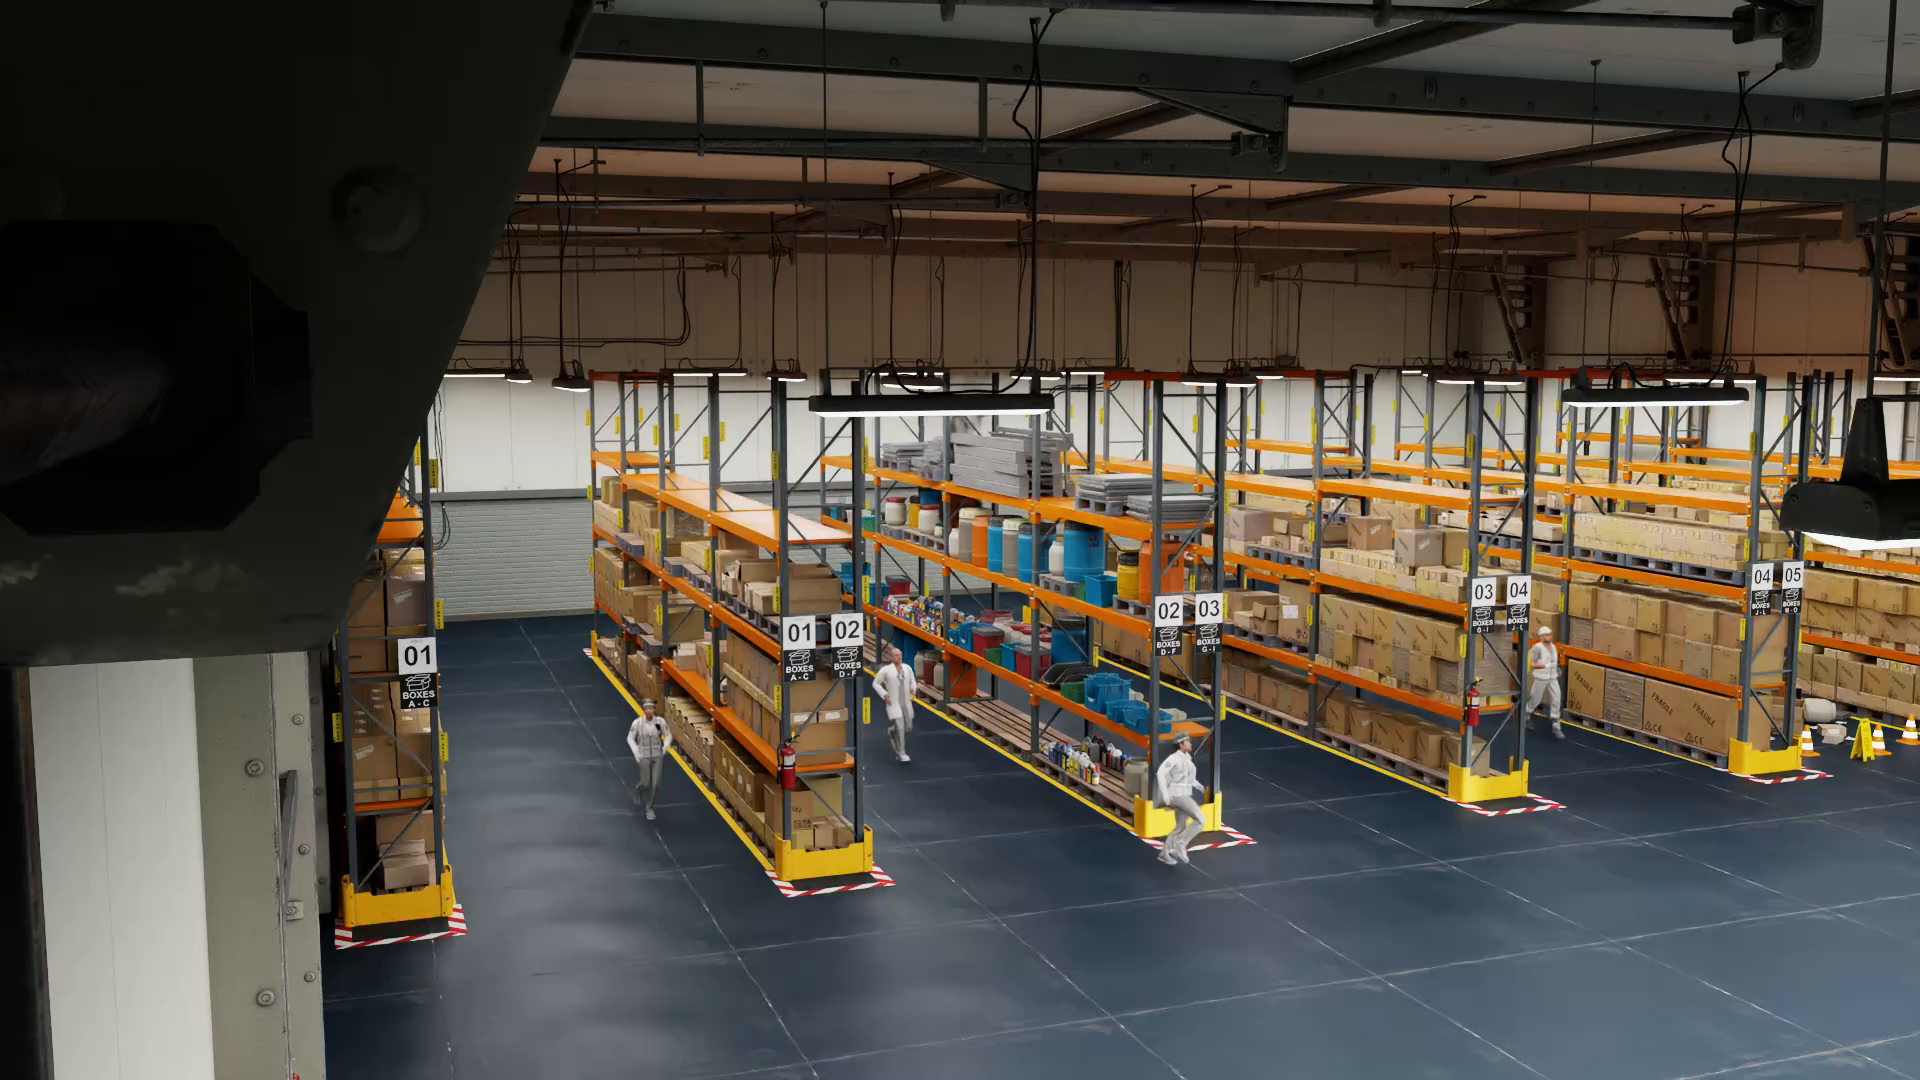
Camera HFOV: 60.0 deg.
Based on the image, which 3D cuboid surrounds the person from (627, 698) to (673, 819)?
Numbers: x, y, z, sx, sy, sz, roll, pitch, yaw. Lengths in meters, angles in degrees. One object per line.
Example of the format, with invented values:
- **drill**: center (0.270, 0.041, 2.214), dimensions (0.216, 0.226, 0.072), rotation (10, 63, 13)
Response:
- **person**: center (-4.236, 2.975, 22.805), dimensions (0.611, 1.672, 0.539), rotation (-2, 7, -17)

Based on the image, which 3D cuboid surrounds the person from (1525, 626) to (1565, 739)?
- **person**: center (9.728, 2.332, 27.648), dimensions (0.661, 1.813, 0.929), rotation (-2, 7, -18)

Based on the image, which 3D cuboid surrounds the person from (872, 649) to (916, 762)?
- **person**: center (-0.999, 2.604, 26.059), dimensions (0.715, 1.653, 0.826), rotation (-4, 7, -30)

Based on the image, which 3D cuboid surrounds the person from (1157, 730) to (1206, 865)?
- **person**: center (2.807, 3.196, 20.726), dimensions (0.598, 1.628, 0.606), rotation (3, 7, 24)

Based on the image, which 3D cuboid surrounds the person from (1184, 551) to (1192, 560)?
- **person**: center (5.418, 0.950, 41.081), dimensions (0.695, 1.652, 0.699), rotation (-3, 7, -24)
